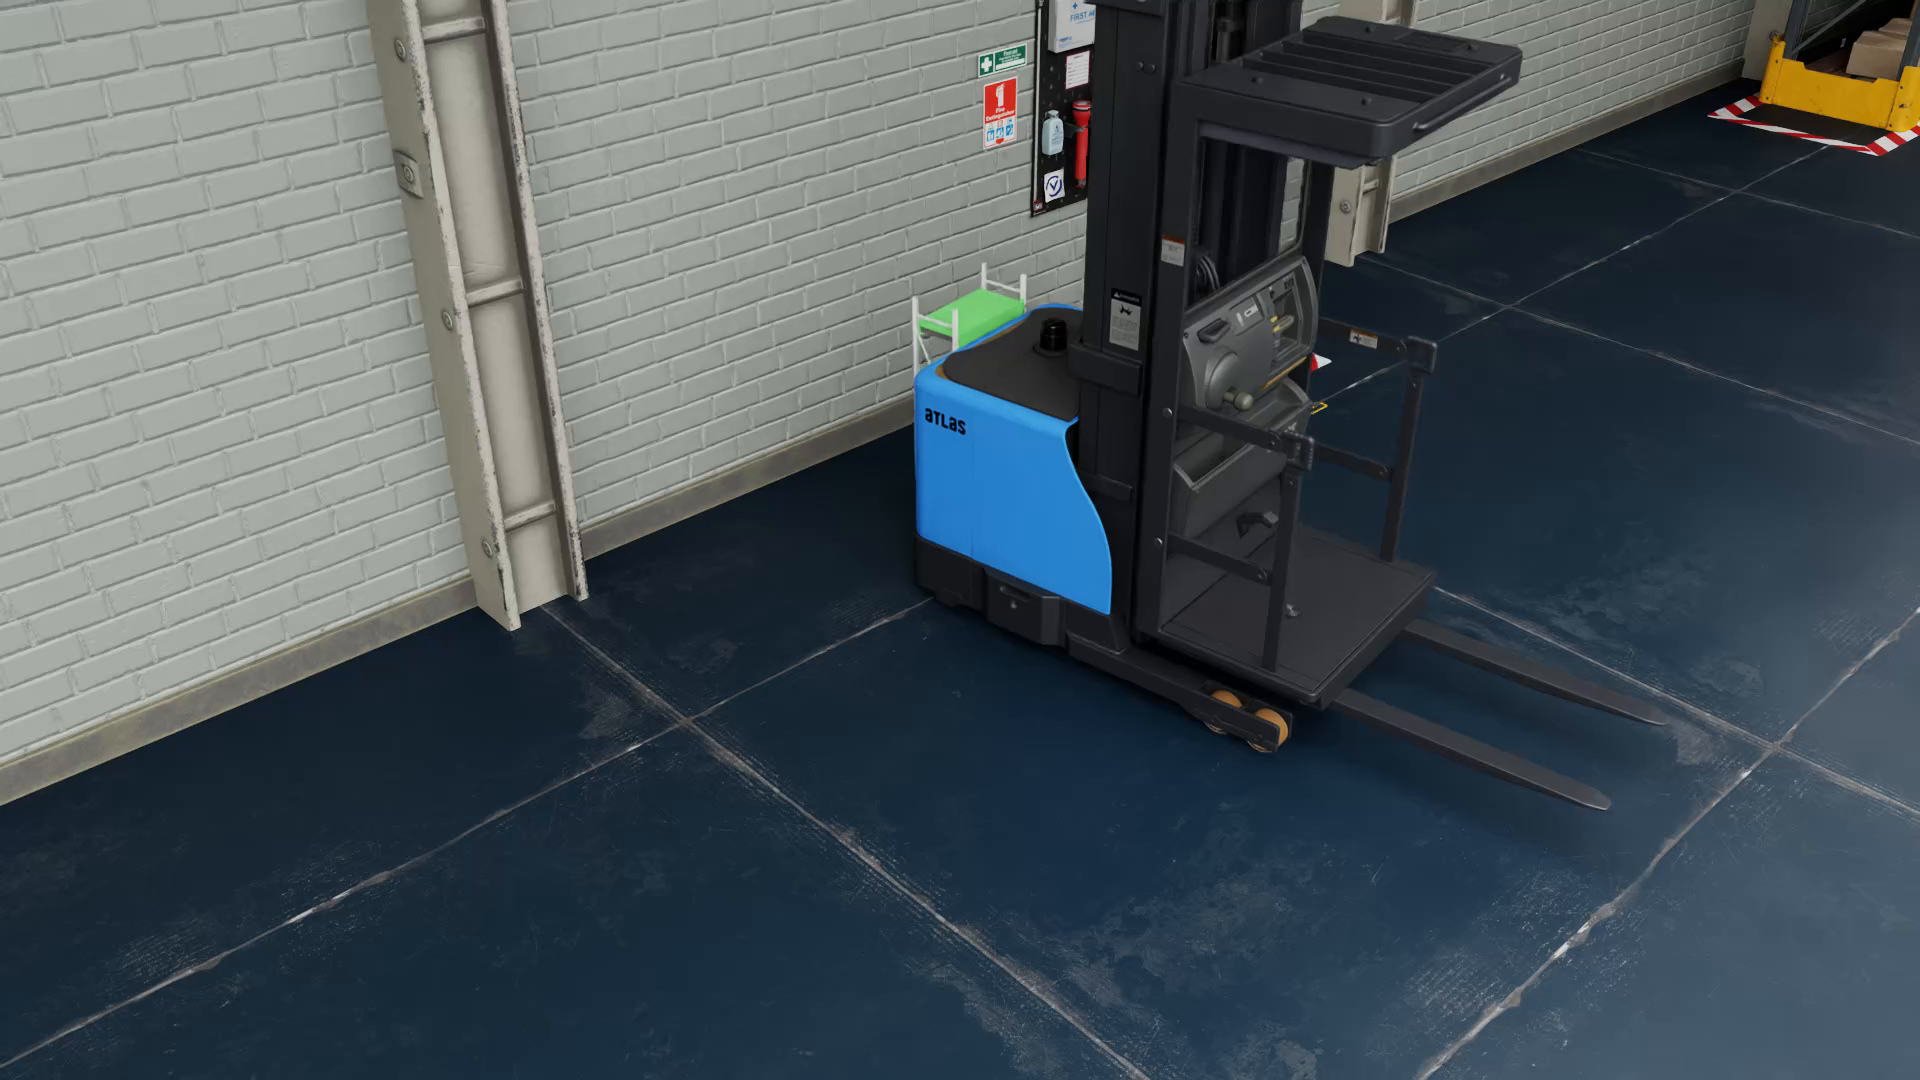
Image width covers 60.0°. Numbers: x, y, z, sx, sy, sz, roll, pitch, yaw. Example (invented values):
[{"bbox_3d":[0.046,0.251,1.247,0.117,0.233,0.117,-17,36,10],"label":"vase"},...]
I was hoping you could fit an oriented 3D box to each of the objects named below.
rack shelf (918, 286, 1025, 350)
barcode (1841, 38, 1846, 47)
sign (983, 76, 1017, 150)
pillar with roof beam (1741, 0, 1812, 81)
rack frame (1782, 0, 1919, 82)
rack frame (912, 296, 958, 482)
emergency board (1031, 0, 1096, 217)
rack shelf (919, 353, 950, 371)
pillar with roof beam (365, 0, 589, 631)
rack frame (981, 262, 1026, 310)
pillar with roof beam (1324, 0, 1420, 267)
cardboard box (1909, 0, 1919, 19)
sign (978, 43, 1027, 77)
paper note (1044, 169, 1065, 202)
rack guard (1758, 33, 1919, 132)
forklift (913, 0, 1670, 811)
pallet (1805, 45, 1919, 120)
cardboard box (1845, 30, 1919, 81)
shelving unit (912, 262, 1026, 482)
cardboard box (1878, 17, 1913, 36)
[{"bbox_3d":[0.044,-0.955,7.364,0.258,0.148,0.480,22,38,32],"label":"rack shelf"},{"bbox_3d":[7.300,-4.110,13.743,0.075,0.075,0.001,-26,40,-35],"label":"barcode"},{"bbox_3d":[0.202,-2.143,8.345,0.234,0.329,0.001,-26,40,-35],"label":"sign"},{"bbox_3d":[9.842,-6.187,9.242,0.400,9.000,9.100,-26,40,-35],"label":"pillar with roof beam"},{"bbox_3d":[6.990,-4.695,12.553,0.127,3.000,1.000,-26,40,-35],"label":"rack frame"},{"bbox_3d":[-0.106,-0.500,7.417,0.240,1.200,0.015,22,38,32],"label":"rack frame"},{"bbox_3d":[0.678,-2.284,8.610,0.643,1.169,0.194,-26,40,-35],"label":"emergency board"},{"bbox_3d":[0.045,-0.750,7.489,0.258,0.148,0.480,22,38,32],"label":"rack shelf"},{"bbox_3d":[1.043,-1.931,2.281,0.400,9.000,9.100,-26,40,-35],"label":"pillar with roof beam"},{"bbox_3d":[0.196,-0.700,7.744,0.240,1.200,0.015,22,38,32],"label":"rack frame"},{"bbox_3d":[5.443,-4.059,5.762,0.400,9.000,9.100,-26,40,-35],"label":"pillar with roof beam"},{"bbox_3d":[8.549,-4.471,14.161,0.700,0.500,0.500,26,40,36],"label":"cardboard box"},{"bbox_3d":[0.211,-2.367,8.204,0.331,0.109,0.001,-26,40,-35],"label":"sign"},{"bbox_3d":[0.501,-1.872,8.781,0.142,0.148,0.016,-26,40,-35],"label":"paper note"},{"bbox_3d":[7.046,-3.656,13.249,0.348,0.500,1.175,-26,40,-35],"label":"rack guard"},{"bbox_3d":[1.266,-0.745,6.159,3.031,2.935,1.130,22,38,32],"label":"forklift"},{"bbox_3d":[7.666,-3.807,13.774,1.213,0.211,1.003,-26,40,-35],"label":"pallet"},{"bbox_3d":[7.559,-3.947,13.485,0.500,0.311,0.500,24,39,34],"label":"cardboard box"},{"bbox_3d":[0.045,-0.600,7.581,0.258,1.200,0.503,22,38,32],"label":"shelving unit"},{"bbox_3d":[7.977,-4.149,13.816,0.500,0.311,0.500,-22,38,-32],"label":"cardboard box"}]
